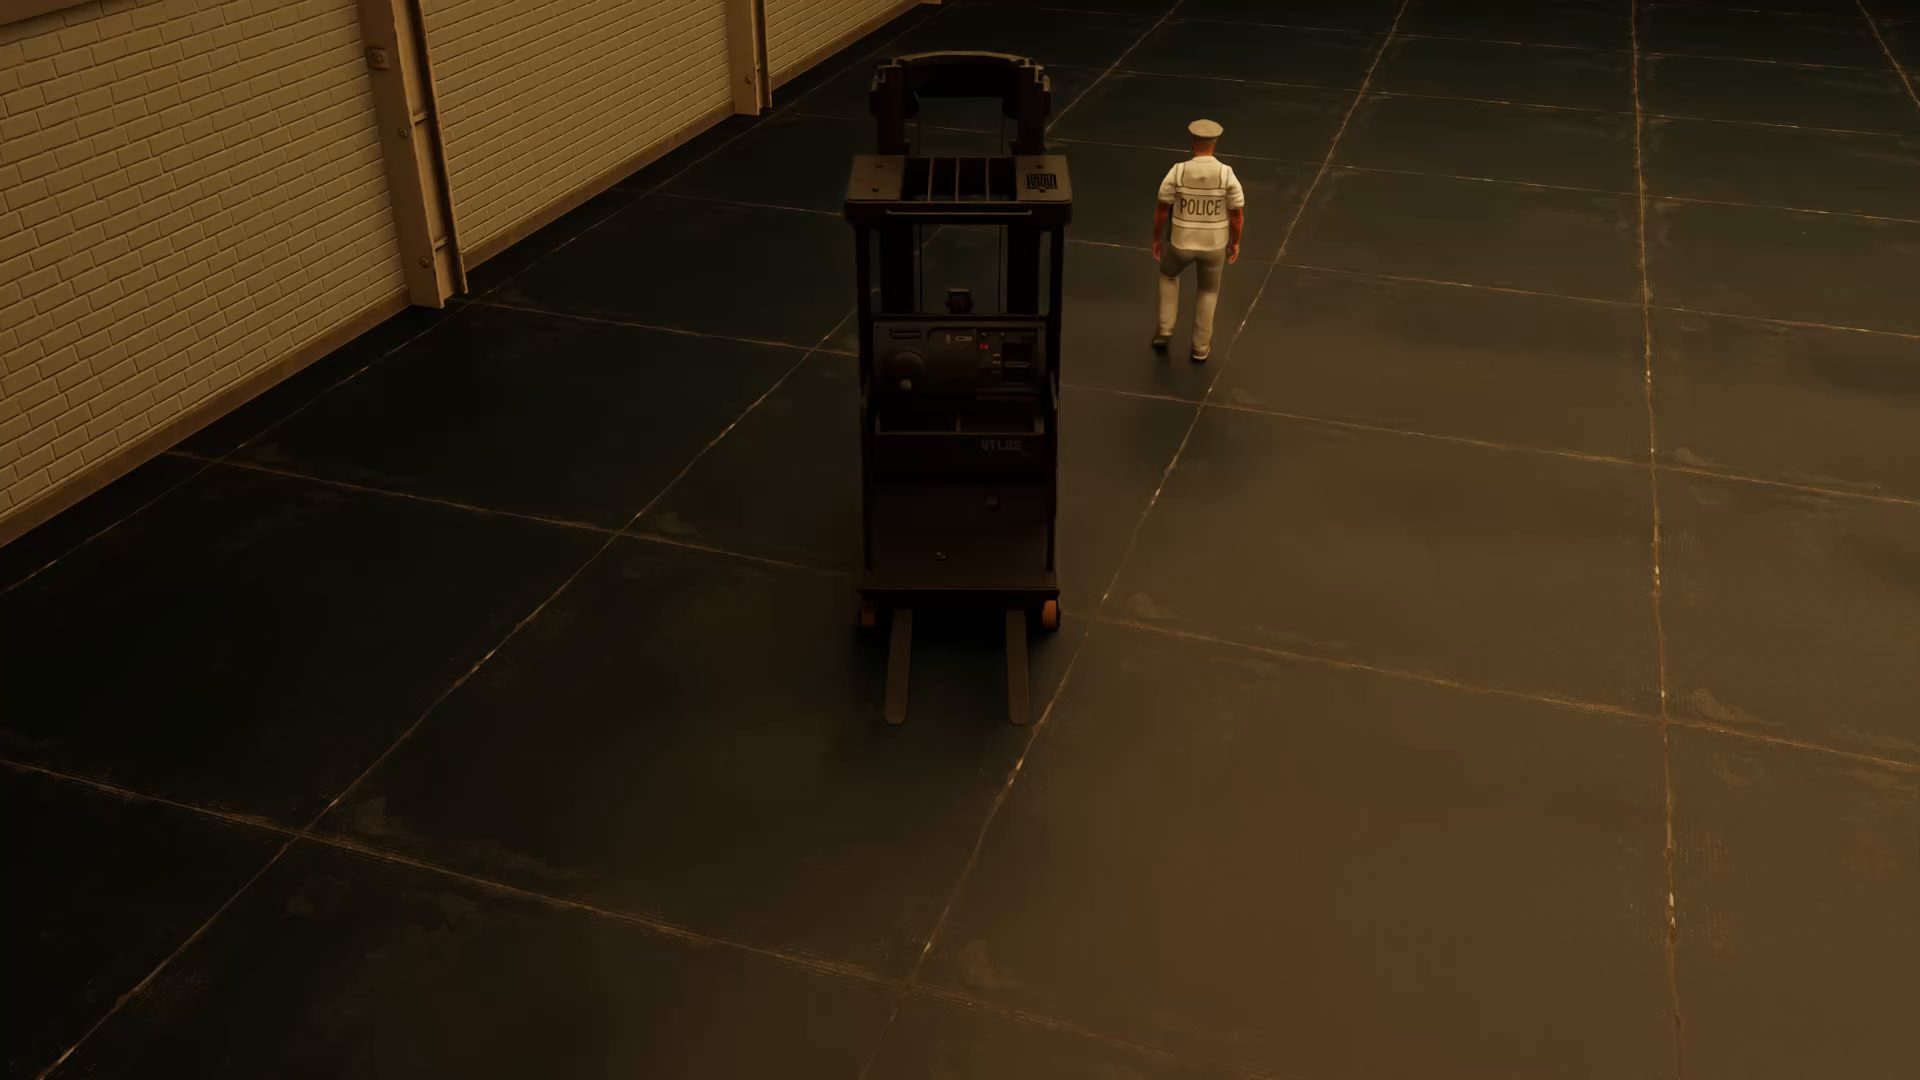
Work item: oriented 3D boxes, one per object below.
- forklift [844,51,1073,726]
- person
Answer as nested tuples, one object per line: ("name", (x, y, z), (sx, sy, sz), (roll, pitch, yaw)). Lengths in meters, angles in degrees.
("forklift", (-0.003, -0.935, 8.776), (1.130, 2.935, 3.031), (0, 30, 0))
("person", (1.739, -2.183, 12.235), (0.641, 1.795, 0.494), (4, 30, 7))
